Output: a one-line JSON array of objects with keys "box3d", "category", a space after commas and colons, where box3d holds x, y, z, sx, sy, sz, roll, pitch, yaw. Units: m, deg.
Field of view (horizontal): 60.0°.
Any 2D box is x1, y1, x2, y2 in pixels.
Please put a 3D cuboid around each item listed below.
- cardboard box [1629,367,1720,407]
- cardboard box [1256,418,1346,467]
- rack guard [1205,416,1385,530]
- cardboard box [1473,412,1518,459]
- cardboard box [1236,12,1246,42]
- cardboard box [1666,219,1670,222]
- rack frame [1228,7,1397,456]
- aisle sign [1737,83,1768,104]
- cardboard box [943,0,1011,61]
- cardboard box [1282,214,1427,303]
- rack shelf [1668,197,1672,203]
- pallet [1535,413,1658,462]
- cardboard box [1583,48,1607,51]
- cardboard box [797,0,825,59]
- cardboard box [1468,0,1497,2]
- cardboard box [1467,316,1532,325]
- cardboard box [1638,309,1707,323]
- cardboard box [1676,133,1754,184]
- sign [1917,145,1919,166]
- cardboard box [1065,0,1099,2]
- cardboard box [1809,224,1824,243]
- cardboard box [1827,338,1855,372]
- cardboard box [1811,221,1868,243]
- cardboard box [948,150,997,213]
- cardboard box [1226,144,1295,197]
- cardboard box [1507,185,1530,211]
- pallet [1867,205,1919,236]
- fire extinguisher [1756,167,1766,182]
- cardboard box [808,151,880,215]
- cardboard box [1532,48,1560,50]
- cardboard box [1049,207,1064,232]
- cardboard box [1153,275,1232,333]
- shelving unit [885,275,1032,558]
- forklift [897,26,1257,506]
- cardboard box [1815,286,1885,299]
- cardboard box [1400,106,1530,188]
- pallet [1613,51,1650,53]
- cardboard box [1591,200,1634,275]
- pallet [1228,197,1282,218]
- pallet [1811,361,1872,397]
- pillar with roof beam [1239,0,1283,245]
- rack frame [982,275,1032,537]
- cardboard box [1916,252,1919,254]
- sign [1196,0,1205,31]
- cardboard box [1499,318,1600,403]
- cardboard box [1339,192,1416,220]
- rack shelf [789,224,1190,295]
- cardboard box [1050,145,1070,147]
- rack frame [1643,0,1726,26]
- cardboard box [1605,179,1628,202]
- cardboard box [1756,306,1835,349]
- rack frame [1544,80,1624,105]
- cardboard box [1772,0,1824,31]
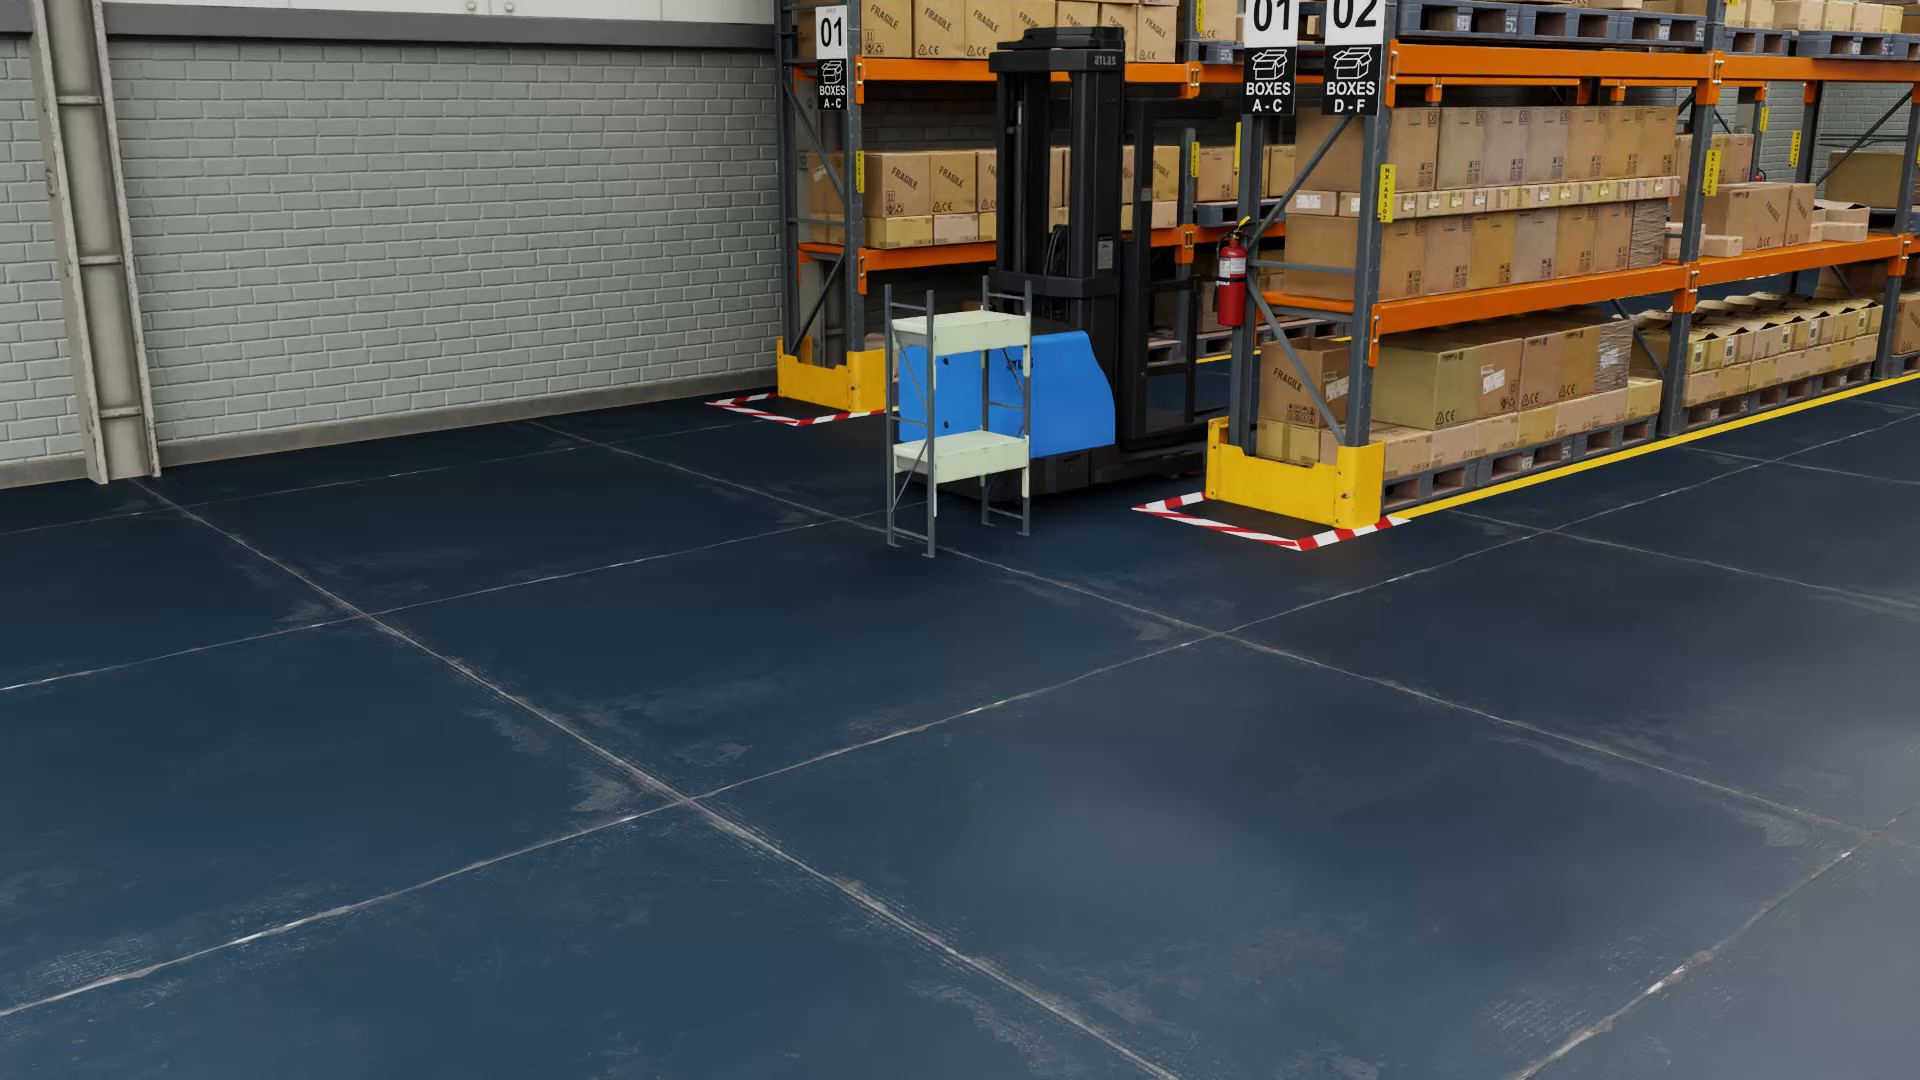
[{"box3d": [5.585, -1.224, 13.035, 0.500, 0.250, 0.500, -13, 20, -41], "category": "cardboard box"}, {"box3d": [2.311, -0.675, 10.979, 0.500, 0.250, 0.500, -13, 19, -39], "category": "cardboard box"}, {"box3d": [2.082, -0.440, 10.430, 0.348, 0.500, 1.175, -13, 19, -39], "category": "rack guard"}, {"box3d": [3.403, -0.744, 11.238, 0.500, 0.250, 0.500, -13, 19, -39], "category": "cardboard box"}, {"box3d": [2.793, -5.084, 16.516, 0.500, 0.311, 0.500, -12, 19, -38], "category": "cardboard box"}, {"box3d": [9.654, -4.385, 23.128, 0.250, 0.149, 0.380, -12, 19, -39], "category": "cardboard box"}, {"box3d": [2.100, -1.652, 10.122, 0.127, 3.000, 1.000, -13, 19, -39], "category": "rack frame"}, {"box3d": [11.167, -6.536, 23.369, 0.004, 0.787, 0.394, -13, 19, -39], "category": "aisle sign"}, {"box3d": [0.080, -4.304, 14.005, 0.500, 0.500, 0.500, -12, 19, -37], "category": "cardboard box"}, {"box3d": [2.461, -1.777, 10.396, 0.500, 0.500, 0.700, -13, 19, -39], "category": "cardboard box"}, {"box3d": [9.407, -4.640, 22.702, 4.000, 0.370, 1.077, -13, 19, -39], "category": "rack shelf"}, {"box3d": [4.491, -0.856, 12.545, 1.213, 0.211, 1.003, -13, 19, -39], "category": "pallet"}, {"box3d": [8.261, -6.438, 21.511, 0.500, 0.250, 0.500, -12, 19, -39], "category": "cardboard box"}, {"box3d": [-1.006, -4.243, 13.777, 0.500, 0.500, 0.500, -11, 18, -35], "category": "cardboard box"}, {"box3d": [3.104, -3.415, 10.313, 0.250, 0.149, 0.380, -13, 19, -39], "category": "cardboard box"}, {"box3d": [3.808, -1.379, 12.163, 0.500, 0.500, 0.500, -13, 19, -39], "category": "cardboard box"}, {"box3d": [6.002, -1.773, 14.003, 0.500, 0.311, 0.500, -13, 20, -40], "category": "cardboard box"}, {"box3d": [10.538, -5.383, 23.508, 0.700, 0.700, 0.980, -12, 19, -37], "category": "cardboard box"}, {"box3d": [8.502, -3.459, 14.644, 0.005, 0.325, 0.100, -13, 19, -39], "category": "sign"}, {"box3d": [0.870, -4.961, 14.526, 0.500, 0.500, 0.500, -14, 20, -41], "category": "cardboard box"}, {"box3d": [7.210, -2.659, 14.379, 0.250, 0.149, 0.380, -11, 18, -35], "category": "cardboard box"}, {"box3d": [7.512, -1.657, 14.656, 0.500, 0.250, 0.500, -13, 20, -40], "category": "cardboard box"}, {"box3d": [7.638, -2.680, 14.457, 0.250, 0.149, 0.380, -13, 19, -39], "category": "cardboard box"}, {"box3d": [0.177, -3.106, 14.363, 0.500, 0.500, 0.500, -13, 20, -41], "category": "cardboard box"}, {"box3d": [3.172, -3.845, 17.285, 0.500, 0.500, 0.700, -10, 18, -32], "category": "cardboard box"}, {"box3d": [3.508, -2.257, 10.936, 0.250, 0.149, 0.380, -13, 20, -40], "category": "cardboard box"}, {"box3d": [8.601, -3.043, 15.702, 1.003, 0.211, 1.213, -13, 19, -39], "category": "pallet"}, {"box3d": [11.333, -5.044, 23.695, 0.183, 0.674, 0.296, -13, 19, -39], "category": "fire extinguisher"}, {"box3d": [-0.938, -3.037, 14.104, 0.500, 0.500, 0.500, -13, 20, -40], "category": "cardboard box"}, {"box3d": [6.785, -6.124, 20.006, 0.500, 0.500, 0.700, -13, 20, -40], "category": "cardboard box"}, {"box3d": [0.576, -2.835, 14.803, 0.500, 0.250, 0.500, -12, 19, -39], "category": "cardboard box"}, {"box3d": [2.408, -2.426, 17.012, 0.500, 0.500, 0.700, -12, 19, -38], "category": "cardboard box"}, {"box3d": [-0.005, -0.723, 9.552, 0.755, 1.500, 0.431, -13, 19, -39], "category": "shelving unit"}, {"box3d": [1.045, -1.921, 11.264, 3.031, 2.935, 1.130, -12, 19, -38], "category": "forklift"}, {"box3d": [8.687, -2.216, 16.226, 0.500, 0.500, 0.500, -12, 19, -37], "category": "cardboard box"}, {"box3d": [3.274, -2.588, 10.920, 0.500, 0.500, 0.700, -13, 19, -39], "category": "cardboard box"}, {"box3d": [8.522, -6.192, 21.476, 1.213, 0.211, 1.003, -13, 19, -39], "category": "pallet"}, {"box3d": [4.394, -2.211, 12.021, 0.500, 0.500, 0.700, -13, 20, -40], "category": "cardboard box"}, {"box3d": [3.414, -3.535, 17.544, 1.213, 0.211, 1.003, -13, 19, -39], "category": "pallet"}, {"box3d": [7.489, -1.528, 15.062, 1.213, 0.211, 1.003, -13, 19, -39], "category": "pallet"}, {"box3d": [6.158, -5.980, 14.698, 0.400, 9.000, 9.100, -13, 19, -39], "category": "pillar with roof beam"}, {"box3d": [0.271, -0.785, 9.784, 0.023, 1.500, 0.400, -13, 19, -39], "category": "rack frame"}, {"box3d": [9.874, -2.848, 17.138, 0.500, 0.250, 0.500, -13, 19, -39], "category": "cardboard box"}, {"box3d": [2.225, -4.888, 15.423, 0.005, 0.325, 0.100, -13, 19, -39], "category": "sign"}, {"box3d": [4.152, -1.277, 11.781, 0.500, 0.500, 0.500, -13, 19, -39], "category": "cardboard box"}, {"box3d": [2.538, -2.038, 10.118, 0.250, 0.149, 0.380, -13, 20, -40], "category": "cardboard box"}, {"box3d": [0.355, -2.607, 15.092, 4.000, 0.370, 1.077, -13, 19, -39], "category": "rack shelf"}, {"box3d": [0.979, -3.467, 15.716, 0.500, 0.500, 0.500, -13, 20, -40], "category": "cardboard box"}, {"box3d": [5.118, -5.228, 11.885, 0.127, 3.000, 1.000, -13, 19, -39], "category": "rack frame"}, {"box3d": [4.472, -2.473, 11.743, 0.250, 0.149, 0.380, -13, 20, -39], "category": "cardboard box"}, {"box3d": [7.132, -1.842, 14.260, 0.500, 0.311, 0.500, -13, 20, -40], "category": "cardboard box"}, {"box3d": [7.898, -4.649, 21.341, 0.127, 3.000, 1.000, -13, 19, -39], "category": "rack frame"}, {"box3d": [6.600, -4.221, 13.405, 0.500, 0.250, 0.500, 14, 20, 42], "category": "cardboard box"}]
